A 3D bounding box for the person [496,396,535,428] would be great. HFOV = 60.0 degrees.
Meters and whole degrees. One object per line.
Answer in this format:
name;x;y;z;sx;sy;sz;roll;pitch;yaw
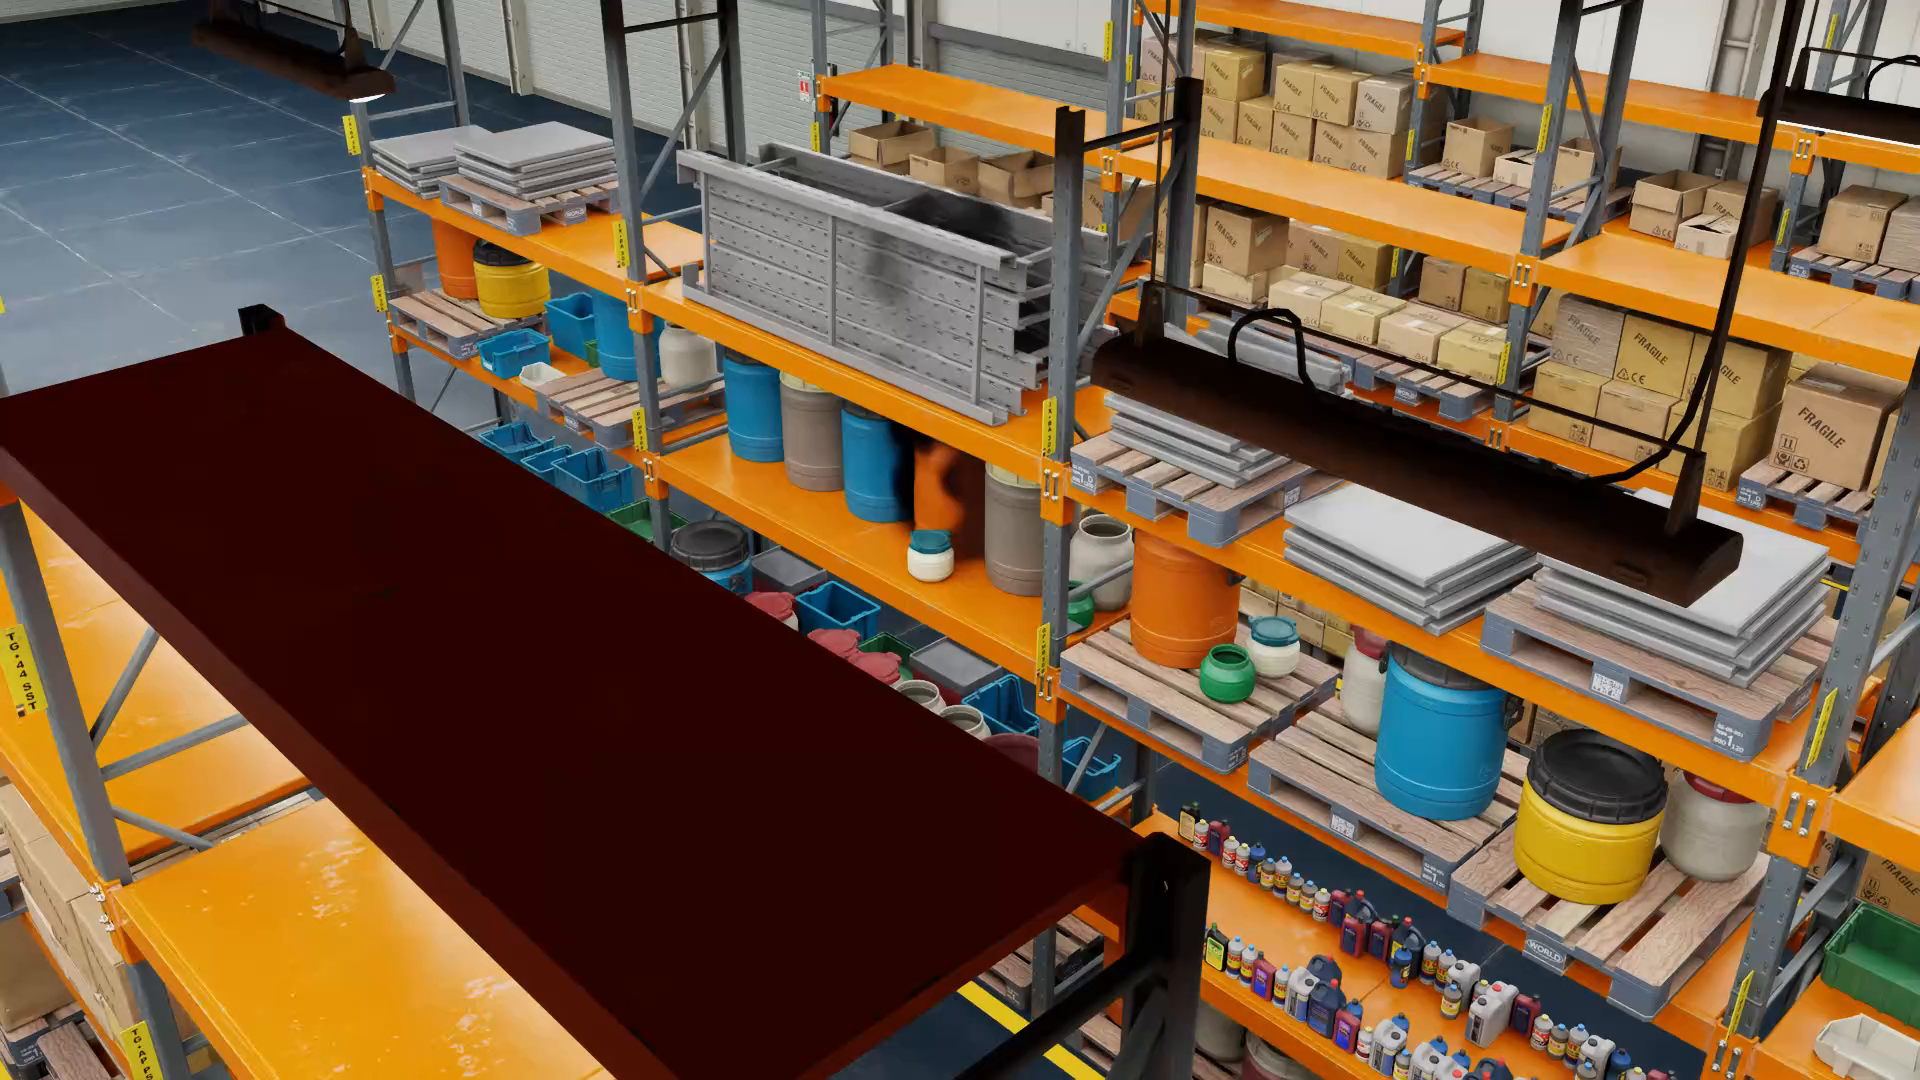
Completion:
person;-5.094;-2.051;18.961;0.571;1.662;0.638;-11;30;-20
